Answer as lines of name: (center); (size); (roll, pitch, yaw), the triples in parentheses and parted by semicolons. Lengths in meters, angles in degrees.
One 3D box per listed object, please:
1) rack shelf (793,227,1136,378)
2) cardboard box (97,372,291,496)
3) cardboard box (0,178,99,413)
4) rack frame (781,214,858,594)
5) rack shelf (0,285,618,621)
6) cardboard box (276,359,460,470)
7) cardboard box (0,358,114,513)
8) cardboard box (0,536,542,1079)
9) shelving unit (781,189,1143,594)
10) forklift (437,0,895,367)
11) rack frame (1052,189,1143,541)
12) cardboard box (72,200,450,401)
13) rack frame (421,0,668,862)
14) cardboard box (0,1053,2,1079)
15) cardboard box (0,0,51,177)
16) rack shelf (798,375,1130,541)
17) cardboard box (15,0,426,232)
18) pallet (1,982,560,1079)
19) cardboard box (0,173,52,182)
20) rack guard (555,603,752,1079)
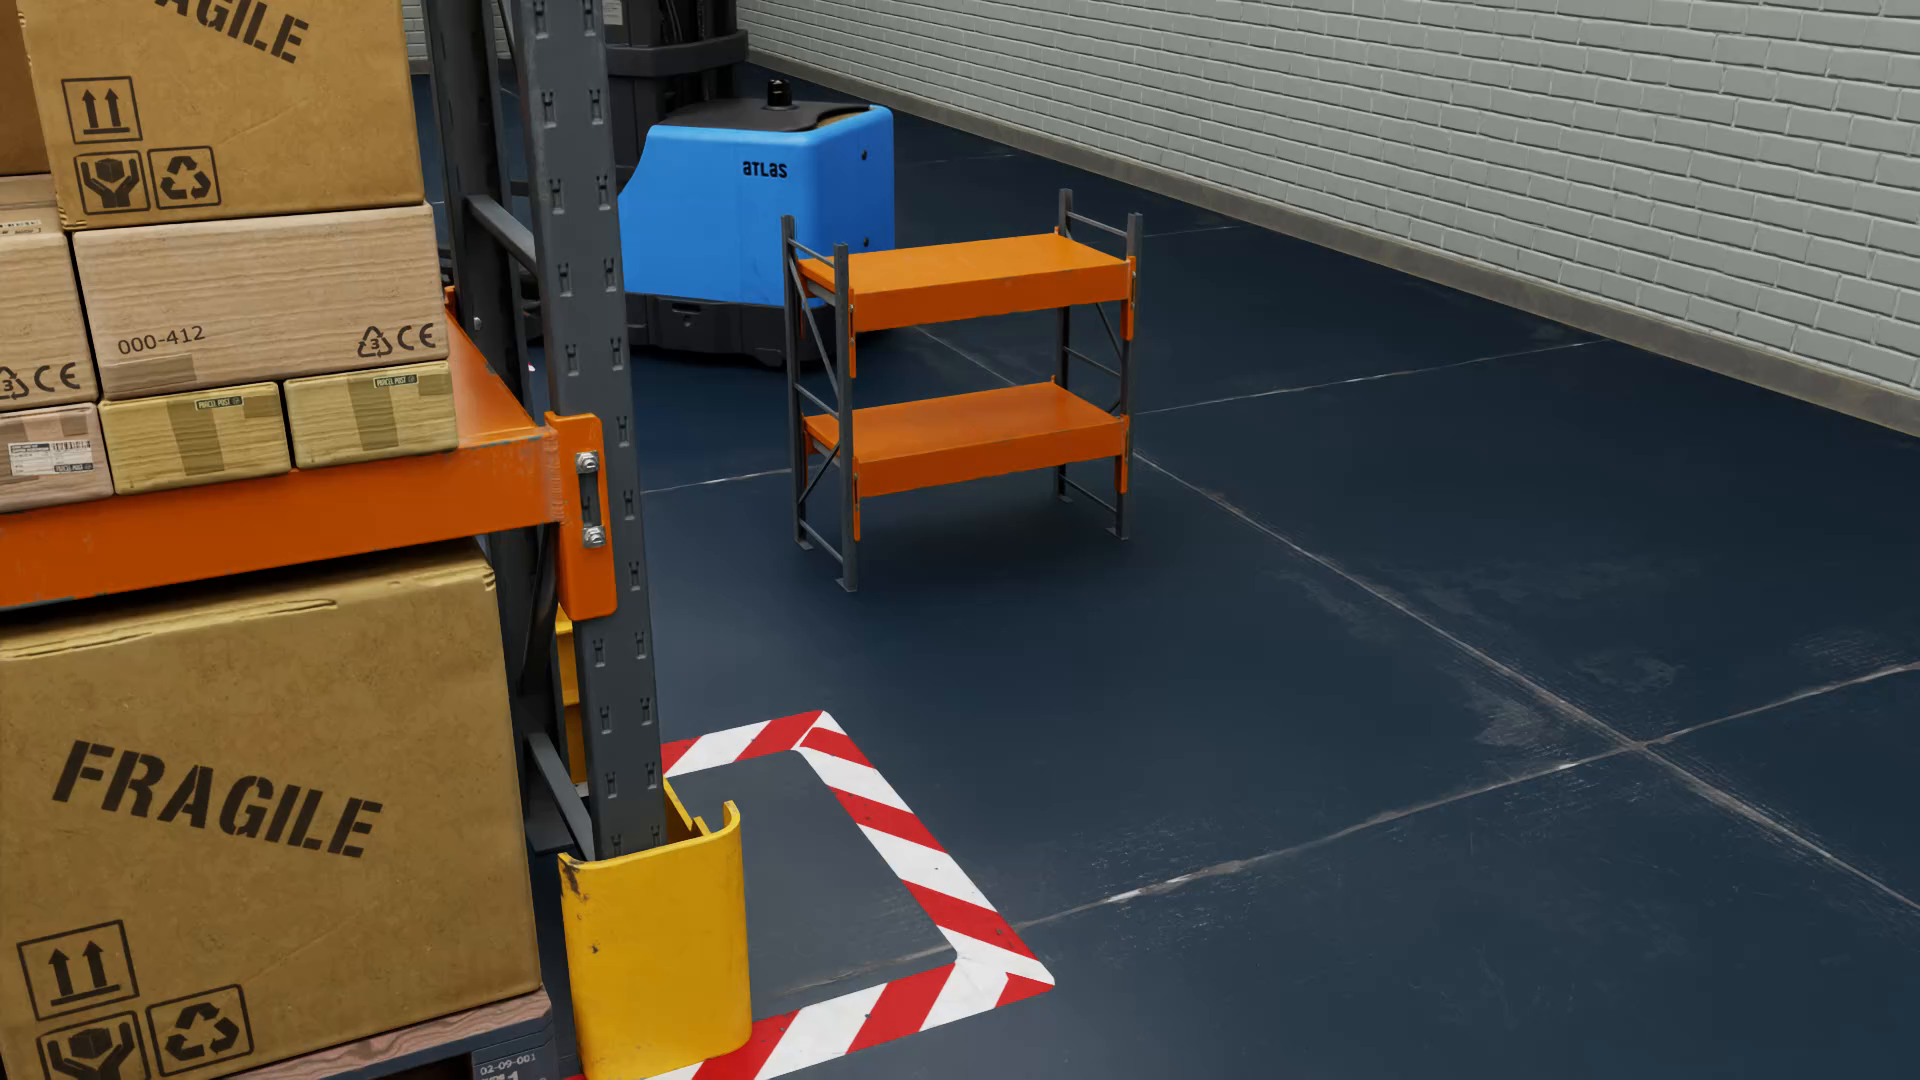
rack shelf: (0.006, -0.791, 5.426); (1.000, 0.278, 0.538); (-10, 25, -24)
cardboard box: (-1.238, -0.218, 2.682); (0.250, 0.149, 0.380); (-10, 25, -23)
cardboard box: (-1.605, -0.362, 2.510); (0.500, 0.250, 0.500); (-11, 25, -25)
rack frame: (-0.452, -0.437, 5.334); (0.032, 1.125, 0.500); (-10, 25, -24)
rack shelf: (-2.628, 0.114, 2.493); (4.000, 0.370, 1.077); (-10, 25, -24)
cardboard box: (-1.004, -0.261, 2.788); (0.250, 0.149, 0.380); (-10, 24, -23)
cardboard box: (-1.466, -0.176, 2.582); (0.250, 0.149, 0.380); (-10, 25, -23)
cardboard box: (-1.368, 0.372, 3.159); (0.875, 0.875, 0.875); (-10, 25, -24)
shelving unit: (0.006, -0.521, 5.538); (1.048, 1.125, 0.538); (-10, 25, -24)
forklift: (-1.880, -2.473, 7.893); (3.031, 2.935, 1.130); (8, 24, 18)
rack frame: (0.464, -0.605, 5.741); (0.032, 1.125, 0.500); (-10, 25, -24)
cardboard box: (-1.148, -0.446, 2.713); (0.500, 0.250, 0.500); (-11, 25, -24)
rack frame: (-0.826, -0.550, 3.156); (0.127, 3.000, 1.000); (-10, 25, -24)
cardboard box: (-2.188, 0.523, 2.795); (0.875, 0.875, 0.875); (-10, 25, -24)
cardboard box: (-1.826, -0.895, 2.817); (0.500, 0.500, 0.500); (-11, 25, -25)
rack shelf: (0.006, -0.295, 5.631); (1.000, 0.278, 0.538); (-10, 25, -24)
cardboard box: (-1.151, -0.793, 2.571); (0.500, 0.500, 0.500); (-10, 25, -23)
pallet: (-1.513, 0.898, 3.304); (1.213, 0.211, 1.003); (-10, 25, -24)
cardboard box: (-1.841, -0.543, 2.947); (0.500, 0.250, 0.500); (-11, 25, -24)
rack guard: (-0.805, 0.601, 3.644); (0.348, 0.500, 1.175); (-10, 25, -24)
